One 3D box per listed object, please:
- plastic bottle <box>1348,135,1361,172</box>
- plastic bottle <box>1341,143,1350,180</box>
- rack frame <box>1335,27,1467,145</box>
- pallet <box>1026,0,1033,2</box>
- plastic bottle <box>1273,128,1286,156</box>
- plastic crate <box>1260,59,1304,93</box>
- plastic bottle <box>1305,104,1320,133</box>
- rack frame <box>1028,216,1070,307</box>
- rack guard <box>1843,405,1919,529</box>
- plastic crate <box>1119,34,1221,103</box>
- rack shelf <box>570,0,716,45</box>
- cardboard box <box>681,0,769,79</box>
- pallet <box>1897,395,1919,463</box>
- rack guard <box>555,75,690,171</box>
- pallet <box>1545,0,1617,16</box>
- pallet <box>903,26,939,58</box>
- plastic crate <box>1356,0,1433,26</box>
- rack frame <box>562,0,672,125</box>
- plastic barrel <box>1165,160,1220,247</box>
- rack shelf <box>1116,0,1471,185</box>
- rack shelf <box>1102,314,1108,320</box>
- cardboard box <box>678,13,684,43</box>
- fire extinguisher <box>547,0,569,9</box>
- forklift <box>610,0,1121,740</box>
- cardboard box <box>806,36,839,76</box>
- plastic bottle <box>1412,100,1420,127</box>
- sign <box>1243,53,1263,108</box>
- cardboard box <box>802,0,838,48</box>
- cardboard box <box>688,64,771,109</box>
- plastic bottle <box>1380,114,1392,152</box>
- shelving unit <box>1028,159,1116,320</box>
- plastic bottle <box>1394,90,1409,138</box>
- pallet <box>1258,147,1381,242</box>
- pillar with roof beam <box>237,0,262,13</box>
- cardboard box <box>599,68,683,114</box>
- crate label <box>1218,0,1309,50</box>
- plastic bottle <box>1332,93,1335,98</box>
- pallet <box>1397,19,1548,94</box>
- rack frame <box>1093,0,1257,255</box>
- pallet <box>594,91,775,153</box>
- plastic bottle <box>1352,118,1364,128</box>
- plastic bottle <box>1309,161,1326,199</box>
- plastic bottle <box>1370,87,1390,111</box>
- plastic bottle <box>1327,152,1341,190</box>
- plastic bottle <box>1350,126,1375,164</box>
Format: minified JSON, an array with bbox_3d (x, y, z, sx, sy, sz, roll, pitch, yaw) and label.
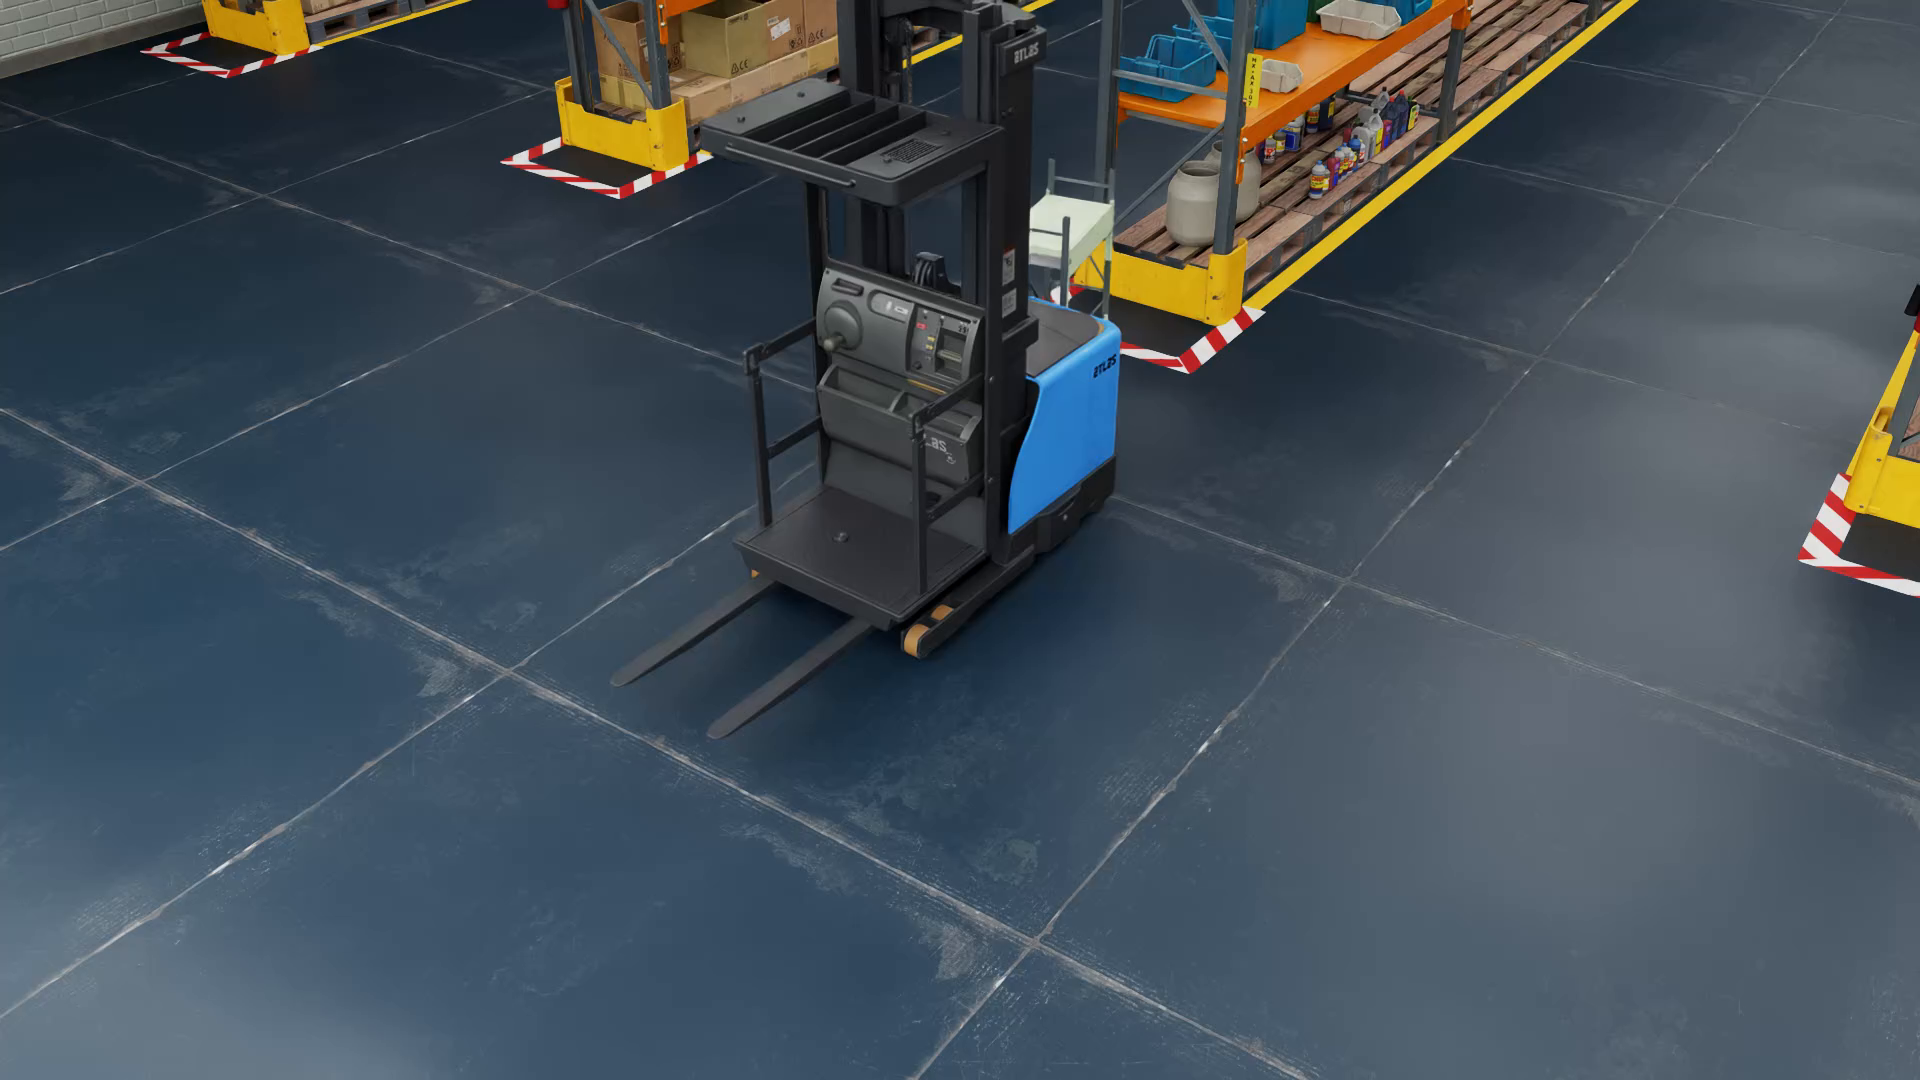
[{"bbox_3d":[2.994,-2.948,12.649,0.097,0.271,0.097,0,34,0],"label":"plastic bottle"},{"bbox_3d":[2.878,-2.854,12.512,0.097,0.271,0.097,0,34,0],"label":"plastic bottle"},{"bbox_3d":[3.616,-4.704,13.205,1.000,3.000,0.127,21,39,28],"label":"rack frame"},{"bbox_3d":[0.632,-6.049,17.681,1.003,0.211,1.213,21,39,28],"label":"pallet"},{"bbox_3d":[2.483,-3.102,12.940,0.097,0.201,0.097,0,34,0],"label":"plastic bottle"},{"bbox_3d":[2.110,-3.064,11.013,0.298,0.136,0.250,21,39,28],"label":"plastic crate"},{"bbox_3d":[2.832,-3.412,13.337,0.097,0.271,0.097,0,34,0],"label":"plastic bottle"},{"bbox_3d":[0.395,-1.123,9.247,0.400,1.500,0.023,14,36,19],"label":"rack frame"},{"bbox_3d":[5.448,-0.281,8.895,1.175,0.500,0.348,21,39,28],"label":"rack guard"},{"bbox_3d":[1.375,-3.128,11.006,0.499,0.251,0.616,21,39,28],"label":"plastic crate"},{"bbox_3d":[-1.591,-5.070,14.387,1.077,0.370,4.000,21,39,28],"label":"rack shelf"},{"bbox_3d":[-1.959,-4.200,13.868,0.500,0.500,0.500,21,39,28],"label":"cardboard box"},{"bbox_3d":[5.940,-0.524,9.512,1.003,0.211,1.213,21,39,28],"label":"pallet"},{"bbox_3d":[-2.745,-3.401,13.509,1.175,0.500,0.348,21,39,28],"label":"rack guard"},{"bbox_3d":[6.312,-5.766,17.264,1.003,0.211,1.213,21,39,28],"label":"pallet"},{"bbox_3d":[-0.939,-4.781,15.806,1.003,0.211,1.213,21,39,28],"label":"pallet"},{"bbox_3d":[3.208,-4.047,12.365,0.499,0.251,0.616,21,39,28],"label":"plastic crate"},{"bbox_3d":[-2.731,-4.448,12.825,1.000,3.000,0.127,21,39,28],"label":"rack frame"},{"bbox_3d":[1.648,-2.334,11.546,0.421,0.512,0.421,0,34,0],"label":"plastic barrel"},{"bbox_3d":[2.476,-3.486,12.045,1.077,0.370,4.000,21,39,28],"label":"rack shelf"},{"bbox_3d":[0.542,-1.040,9.707,0.431,0.370,0.720,14,36,19],"label":"rack shelf"},{"bbox_3d":[-2.112,-4.600,14.460,0.500,0.500,0.500,21,39,28],"label":"cardboard box"},{"bbox_3d":[-3.180,-4.509,12.985,0.296,0.674,0.183,21,39,28],"label":"fire extinguisher"},{"bbox_3d":[-0.425,-0.951,7.716,1.130,2.935,3.031,23,40,30],"label":"forklift"},{"bbox_3d":[-1.386,-4.348,14.757,0.500,0.250,0.500,21,39,28],"label":"cardboard box"},{"bbox_3d":[3.666,-3.461,13.471,0.097,0.201,0.097,0,34,0],"label":"plastic bottle"},{"bbox_3d":[1.785,-2.801,10.142,0.100,0.325,0.005,21,39,28],"label":"sign"},{"bbox_3d":[-1.385,-4.658,14.547,0.500,0.500,0.500,21,39,28],"label":"cardboard box"},{"bbox_3d":[-1.961,-3.890,14.079,0.500,0.250,0.500,21,39,28],"label":"cardboard box"},{"bbox_3d":[3.318,-3.196,13.007,0.061,0.283,0.133,24,41,31],"label":"plastic bottle"},{"bbox_3d":[0.542,-1.310,9.524,0.431,1.500,0.755,14,36,19],"label":"shelving unit"},{"bbox_3d":[3.486,-3.401,13.249,0.144,0.351,0.185,20,39,27],"label":"plastic bottle"},{"bbox_3d":[2.504,-2.690,12.715,1.003,0.211,1.213,21,39,28],"label":"pallet"},{"bbox_3d":[-3.578,-7.737,12.333,9.100,9.000,0.400,21,39,28],"label":"pillar with roof beam"},{"bbox_3d":[-2.668,-3.824,13.982,0.500,0.250,0.500,21,39,28],"label":"cardboard box"},{"bbox_3d":[2.163,-3.812,11.853,0.502,0.435,0.616,21,39,28],"label":"crate label"},{"bbox_3d":[3.001,-3.564,13.550,0.061,0.283,0.133,21,39,28],"label":"plastic bottle"},{"bbox_3d":[4.727,-4.487,15.372,1.003,0.211,1.213,21,39,28],"label":"pallet"},{"bbox_3d":[1.336,-2.864,10.483,1.000,3.000,0.127,21,39,28],"label":"rack frame"},{"bbox_3d":[-2.330,-3.658,14.146,1.003,0.211,1.213,21,39,28],"label":"pallet"},{"bbox_3d":[3.094,-3.157,12.948,0.061,0.283,0.133,21,39,28],"label":"plastic bottle"},{"bbox_3d":[2.625,-2.651,12.210,0.097,0.271,0.097,0,34,0],"label":"plastic bottle"},{"bbox_3d":[3.368,-3.447,13.317,0.144,0.351,0.185,21,39,28],"label":"plastic bottle"},{"bbox_3d":[2.770,-2.754,12.352,0.061,0.283,0.133,22,40,29],"label":"plastic bottle"},{"bbox_3d":[3.097,-3.060,12.811,0.152,0.276,0.135,22,40,29],"label":"plastic bottle"}]
